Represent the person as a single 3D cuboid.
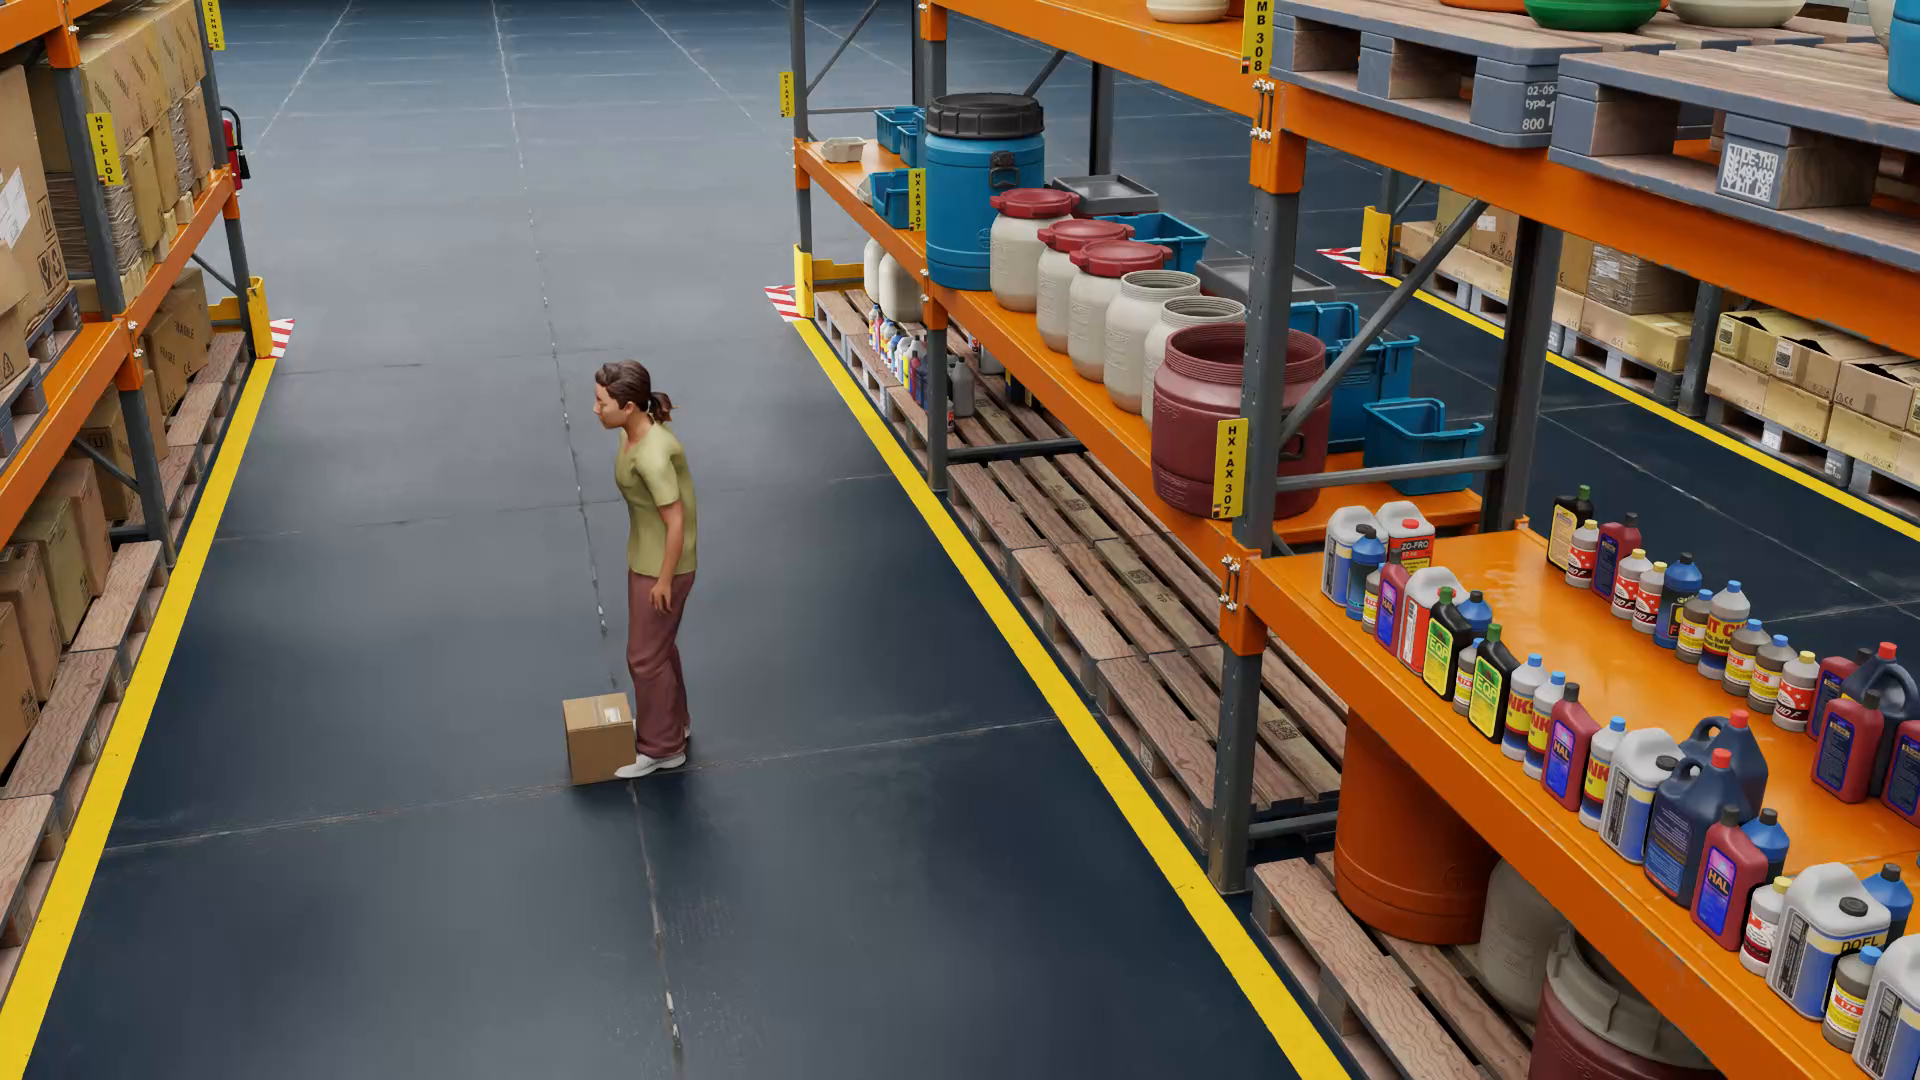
[{"bbox_3d":[-1.209,0.105,6.351,0.416,1.671,0.514,-8,24,-17],"label":"person"}]
